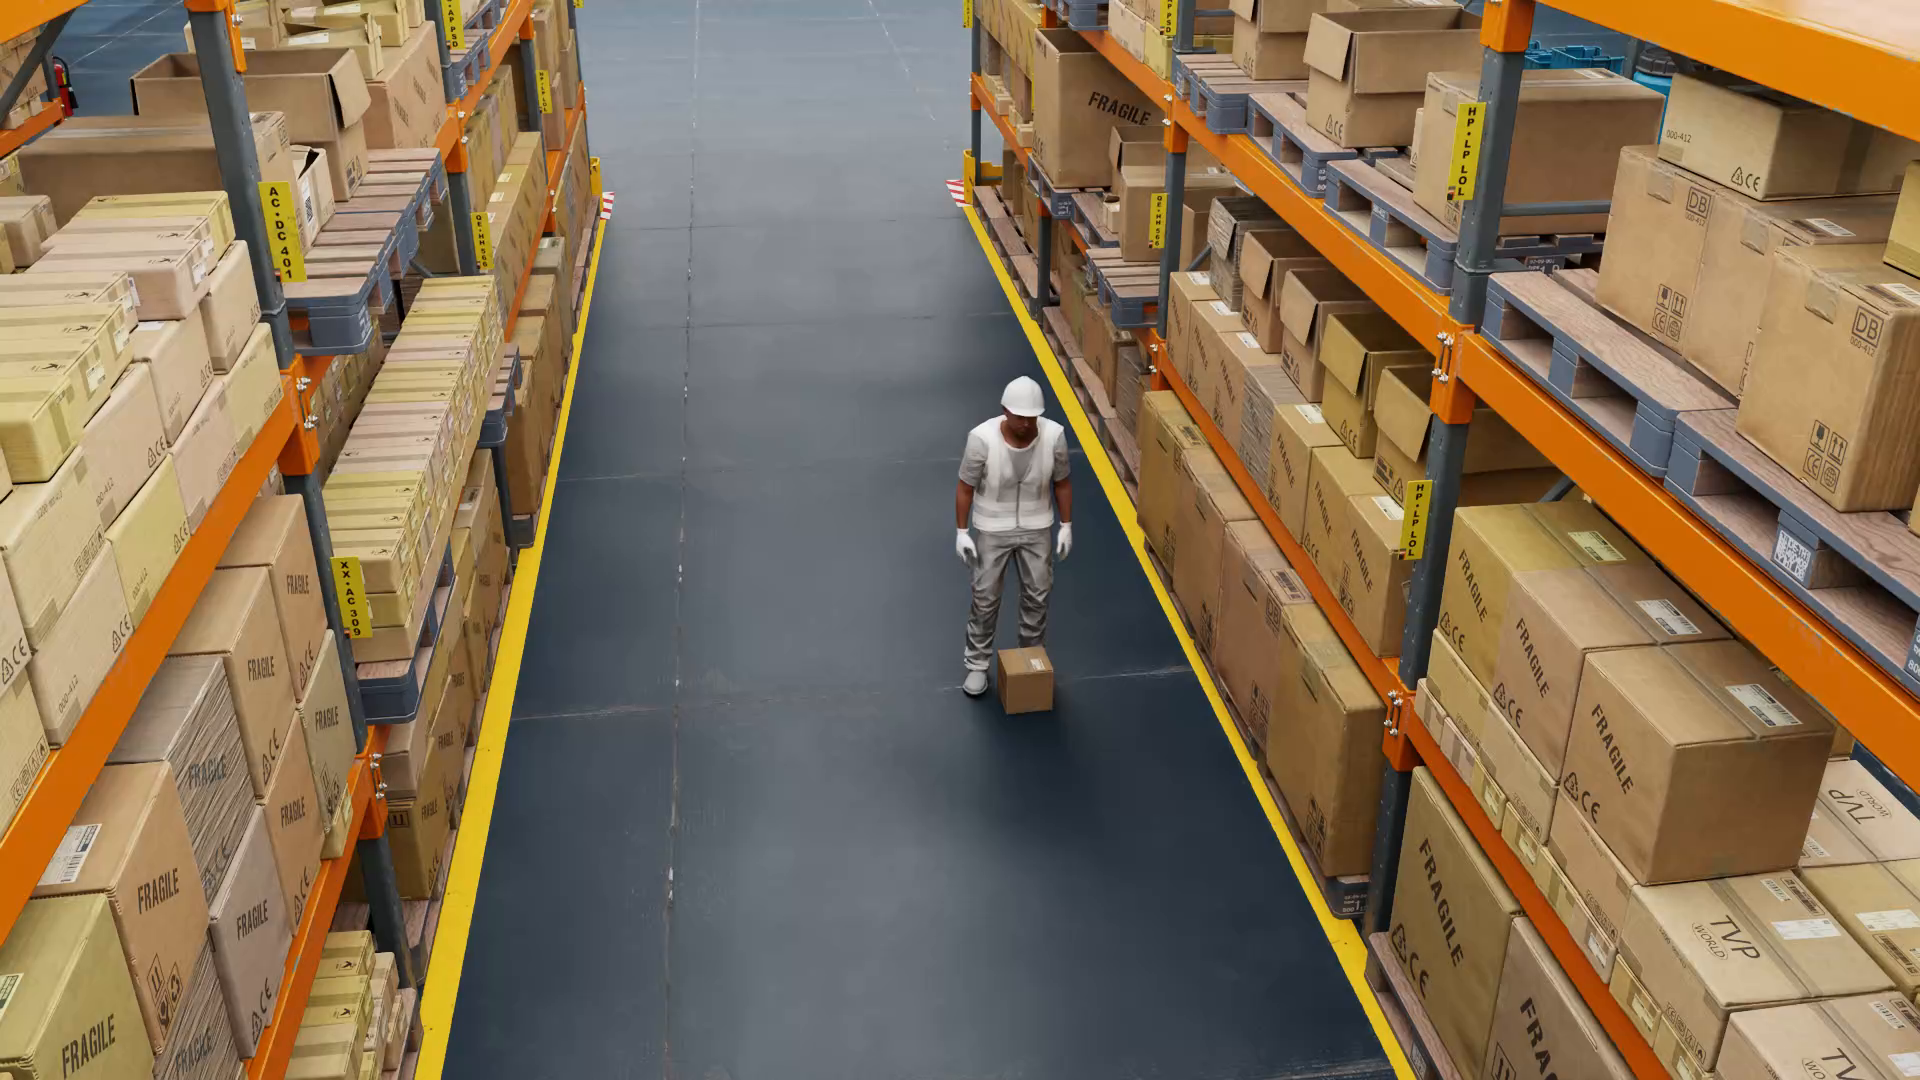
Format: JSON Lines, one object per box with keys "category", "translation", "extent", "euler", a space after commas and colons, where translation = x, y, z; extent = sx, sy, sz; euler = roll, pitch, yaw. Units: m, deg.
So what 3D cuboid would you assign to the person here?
{"category": "person", "translation": [0.283, -0.033, 8.672], "extent": [0.622, 1.773, 0.454], "euler": [-4, 27, -8]}
